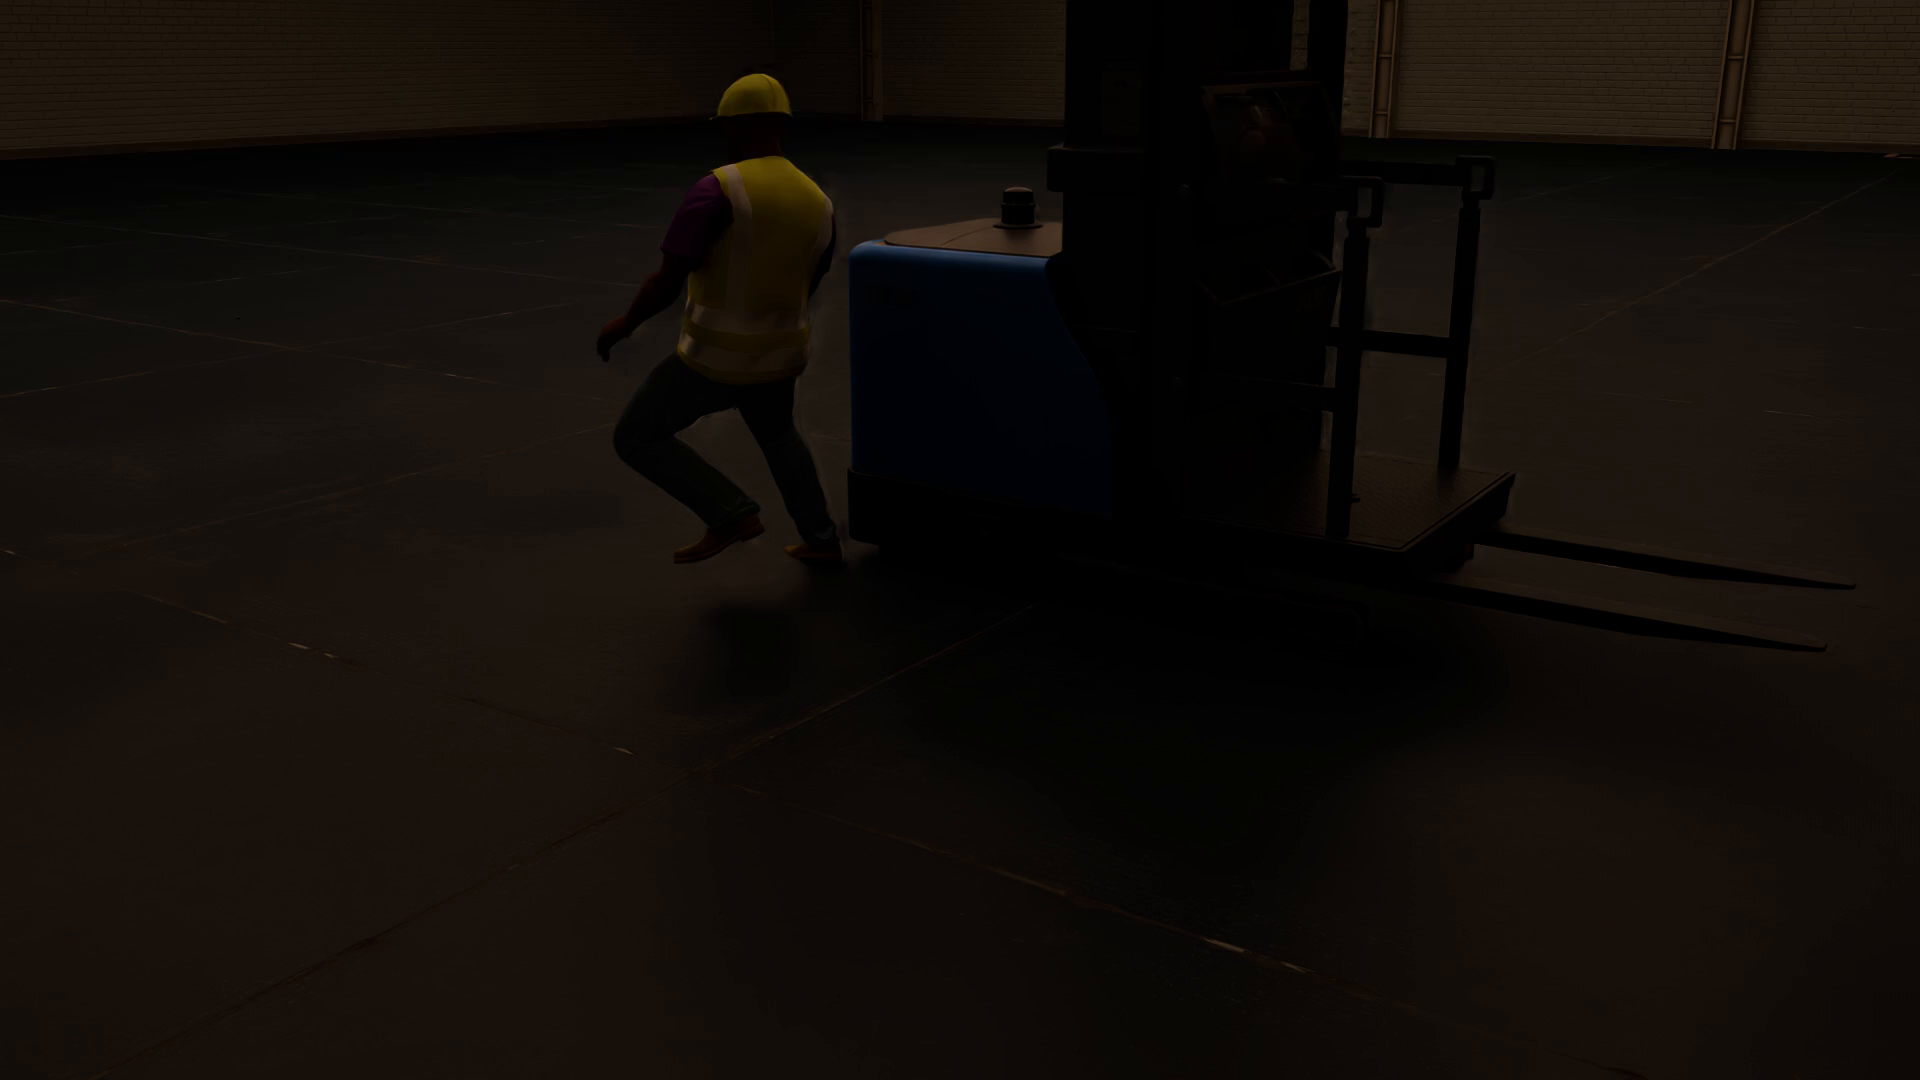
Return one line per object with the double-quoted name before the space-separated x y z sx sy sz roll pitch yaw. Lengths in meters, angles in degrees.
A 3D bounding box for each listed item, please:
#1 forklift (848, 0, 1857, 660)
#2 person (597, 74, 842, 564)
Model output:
"forklift" 1.125 -1.230 4.947 3.031 2.935 1.130 11 20 32
"person" -0.736 -0.634 5.327 0.863 1.659 0.654 -16 23 -42
